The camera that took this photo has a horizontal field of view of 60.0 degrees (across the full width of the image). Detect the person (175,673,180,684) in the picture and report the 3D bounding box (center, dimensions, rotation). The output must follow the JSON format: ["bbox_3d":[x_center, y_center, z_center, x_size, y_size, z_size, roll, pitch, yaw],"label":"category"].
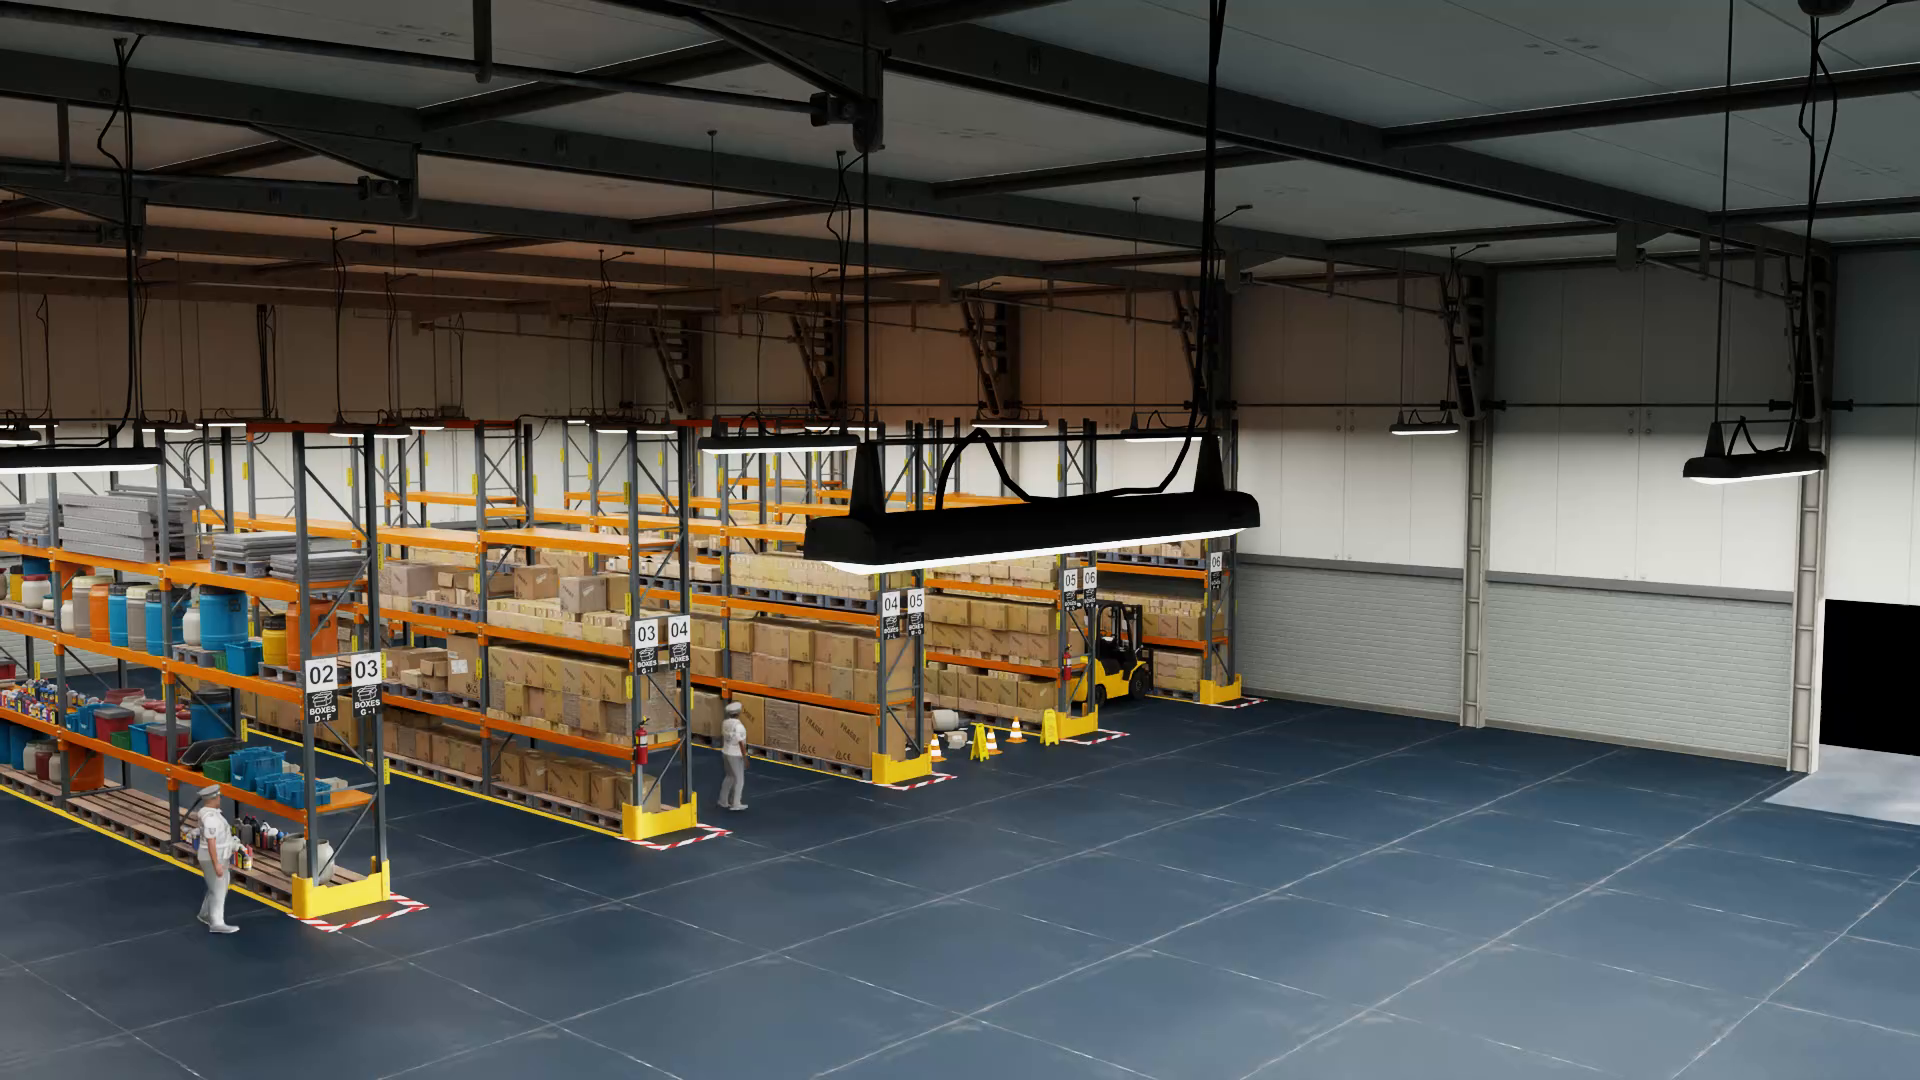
[{"bbox_3d":[-17.777,2.374,37.621,0.386,1.788,0.578,2,5,21],"label":"person"}]

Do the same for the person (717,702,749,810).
[{"bbox_3d":[-3.534,3.394,26.014,0.388,1.720,0.553,-3,5,-29],"label":"person"}]

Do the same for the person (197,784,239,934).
[{"bbox_3d":[-8.958,3.839,19.986,0.505,1.810,0.610,-2,5,-18],"label":"person"}]
